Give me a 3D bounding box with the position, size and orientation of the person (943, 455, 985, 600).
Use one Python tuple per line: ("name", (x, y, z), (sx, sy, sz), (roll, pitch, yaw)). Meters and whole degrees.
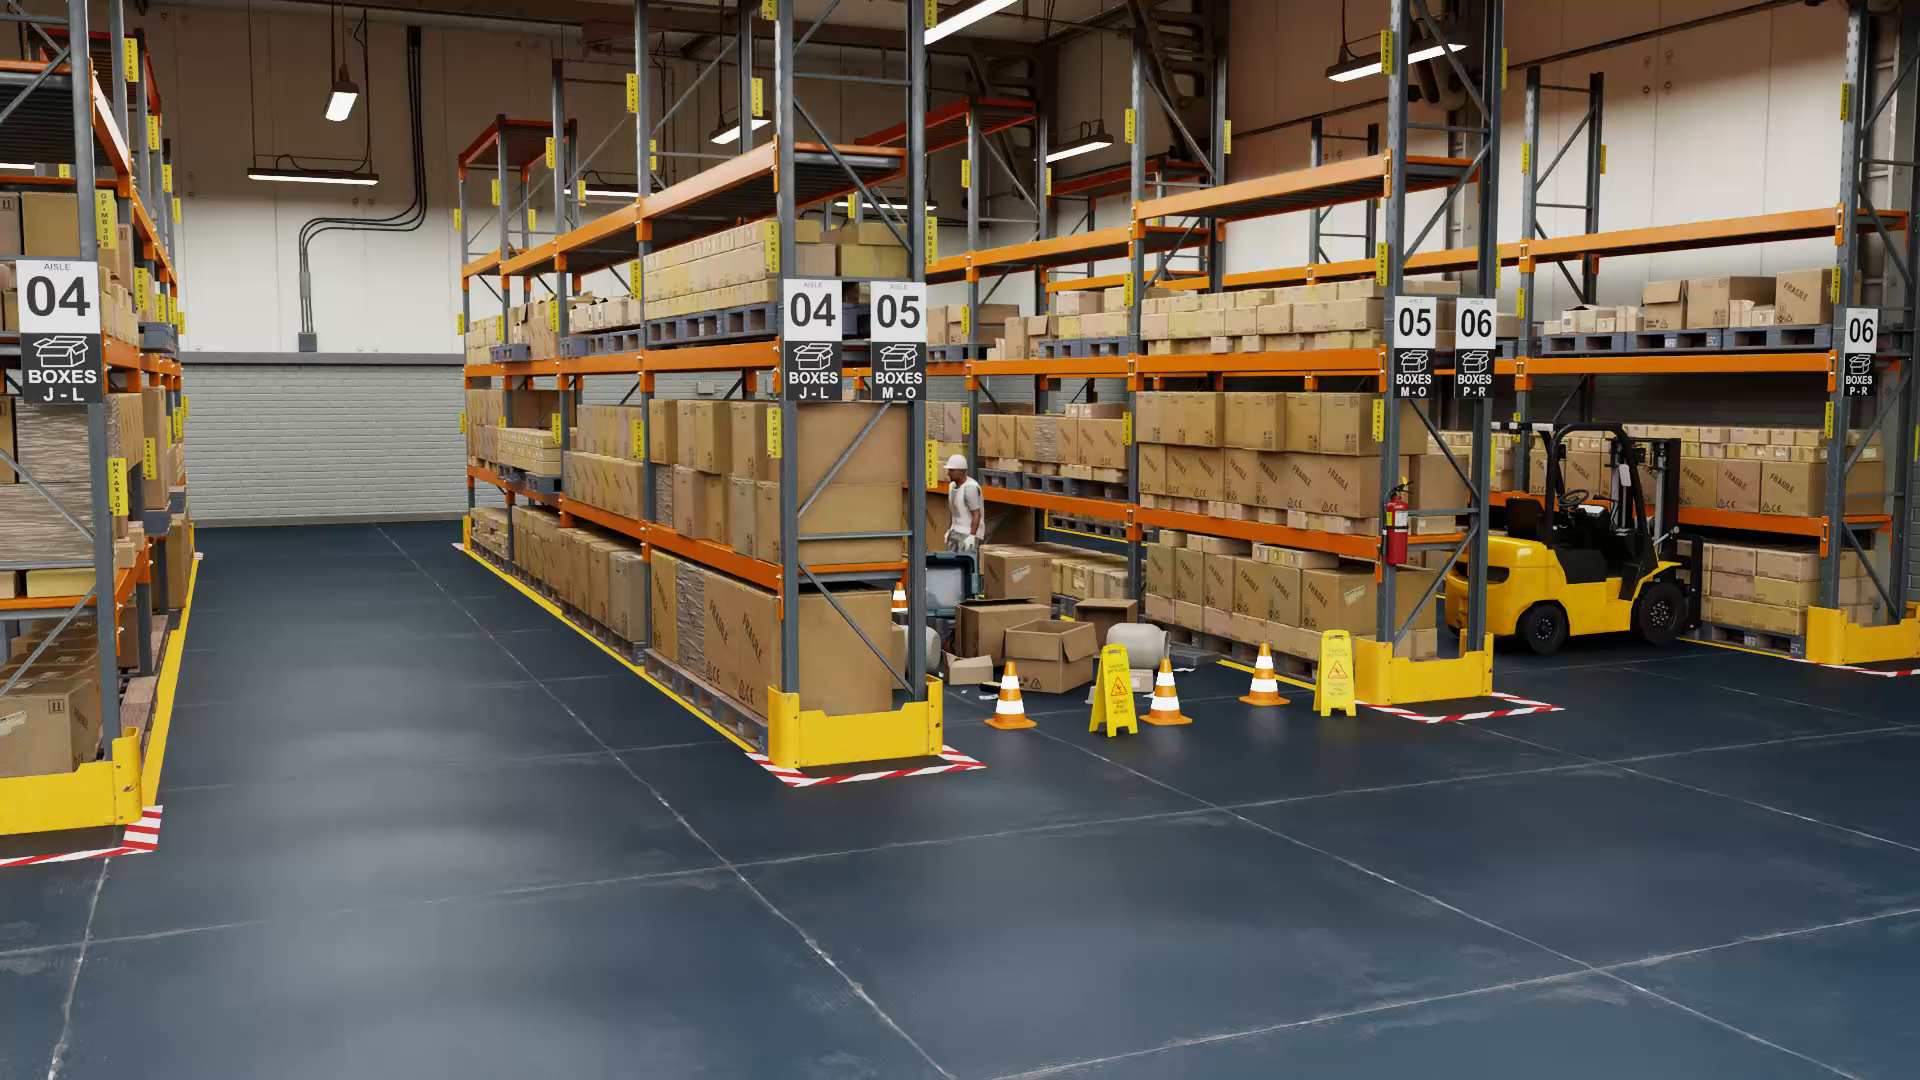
("person", (0.019, -0.031, 17.875), (0.448, 1.774, 0.617), (-2, 6, -25))
